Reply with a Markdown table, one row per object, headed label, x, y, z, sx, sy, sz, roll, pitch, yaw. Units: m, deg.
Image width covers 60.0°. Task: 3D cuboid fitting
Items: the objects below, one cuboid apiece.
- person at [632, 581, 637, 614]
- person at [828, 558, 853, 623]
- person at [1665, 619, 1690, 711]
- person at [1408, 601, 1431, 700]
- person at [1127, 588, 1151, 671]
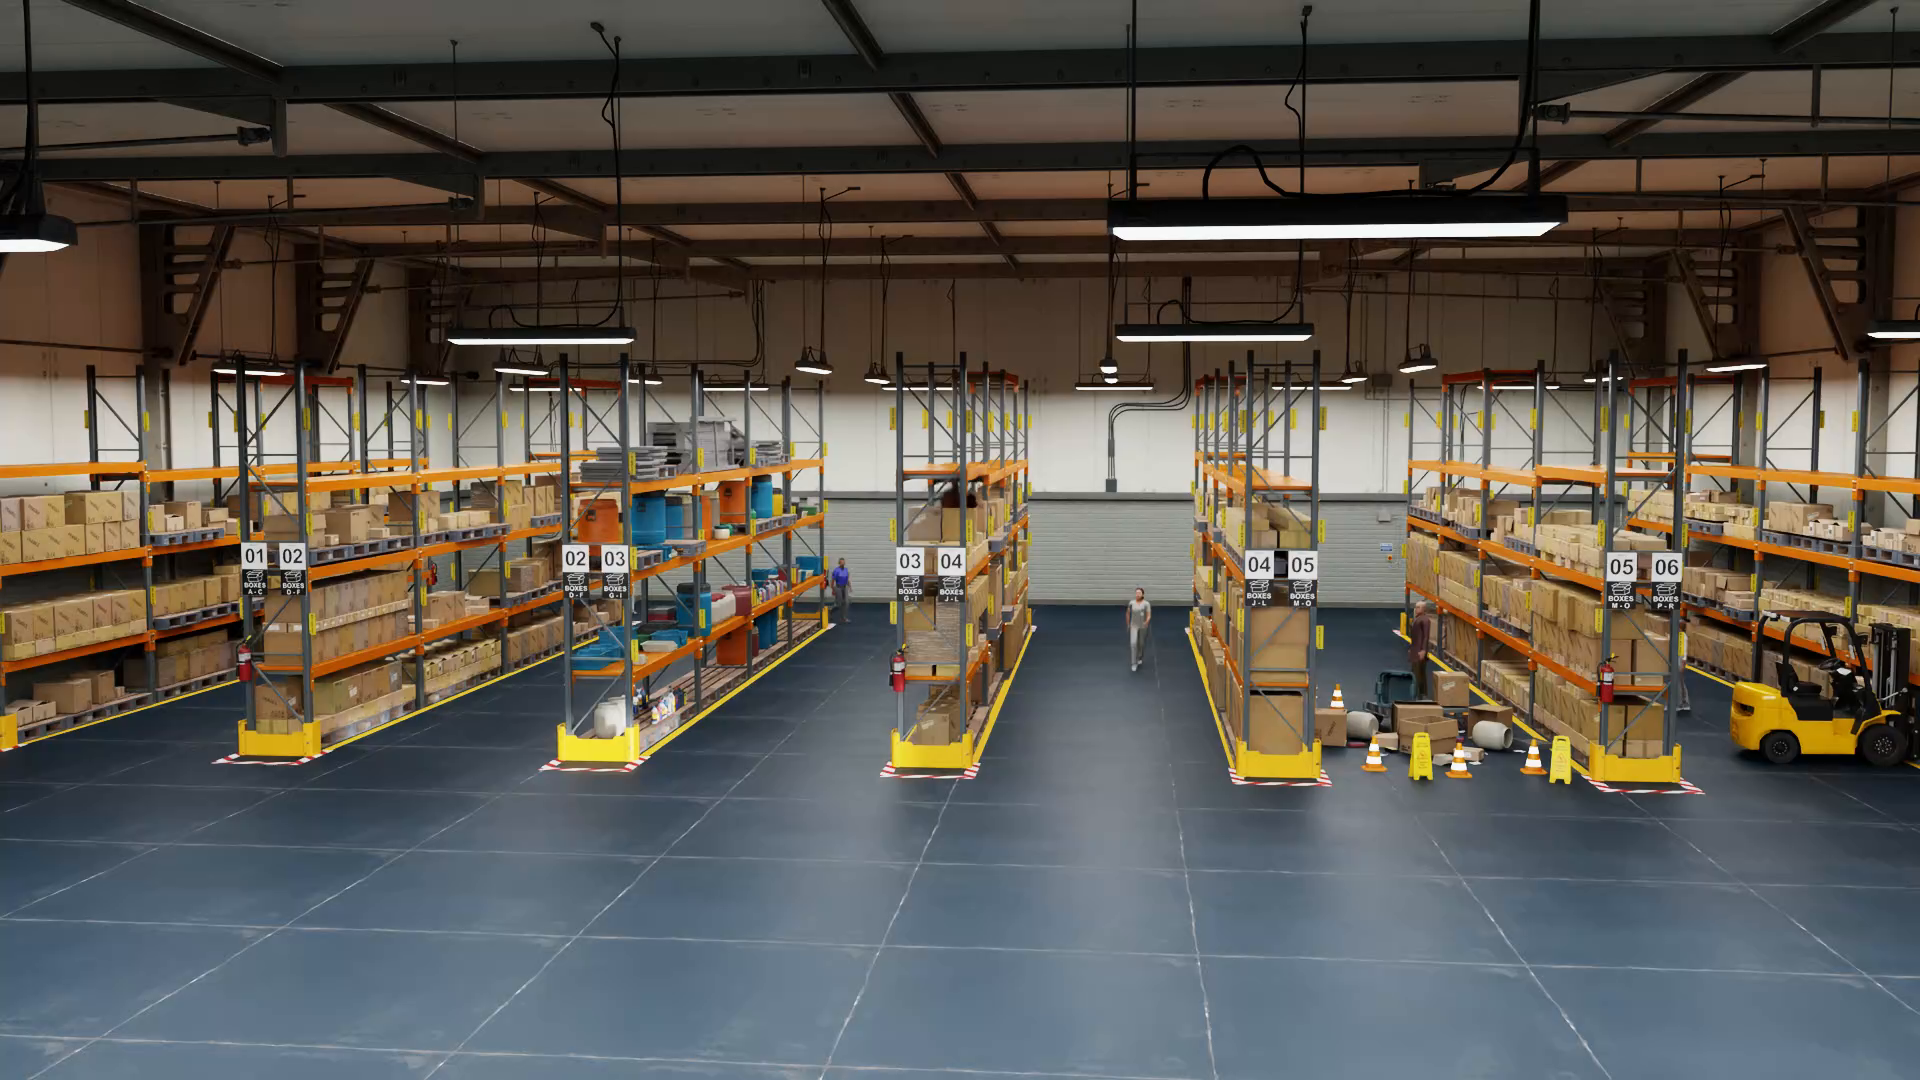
| label | x | y | z | sx | sy | sz | roll | pitch | yaw |
| --- | --- | --- | --- | --- | --- | --- | --- | --- | --- |
| person | -8.709 | 1.105 | 43.405 | 0.518 | 1.617 | 0.908 | -2 | 5 | -26 |
| person | -3.020 | 1.243 | 41.379 | 0.670 | 1.620 | 0.489 | 3 | 5 | 35 |
| person | 12.453 | 2.163 | 28.813 | 0.403 | 1.598 | 0.447 | 2 | 4 | 25 |
| person | 8.212 | 1.990 | 29.971 | 0.522 | 1.782 | 0.628 | 1 | 4 | 17 |
| person | 3.634 | 1.801 | 33.822 | 0.496 | 1.672 | 0.932 | 0 | 4 | 6 |
